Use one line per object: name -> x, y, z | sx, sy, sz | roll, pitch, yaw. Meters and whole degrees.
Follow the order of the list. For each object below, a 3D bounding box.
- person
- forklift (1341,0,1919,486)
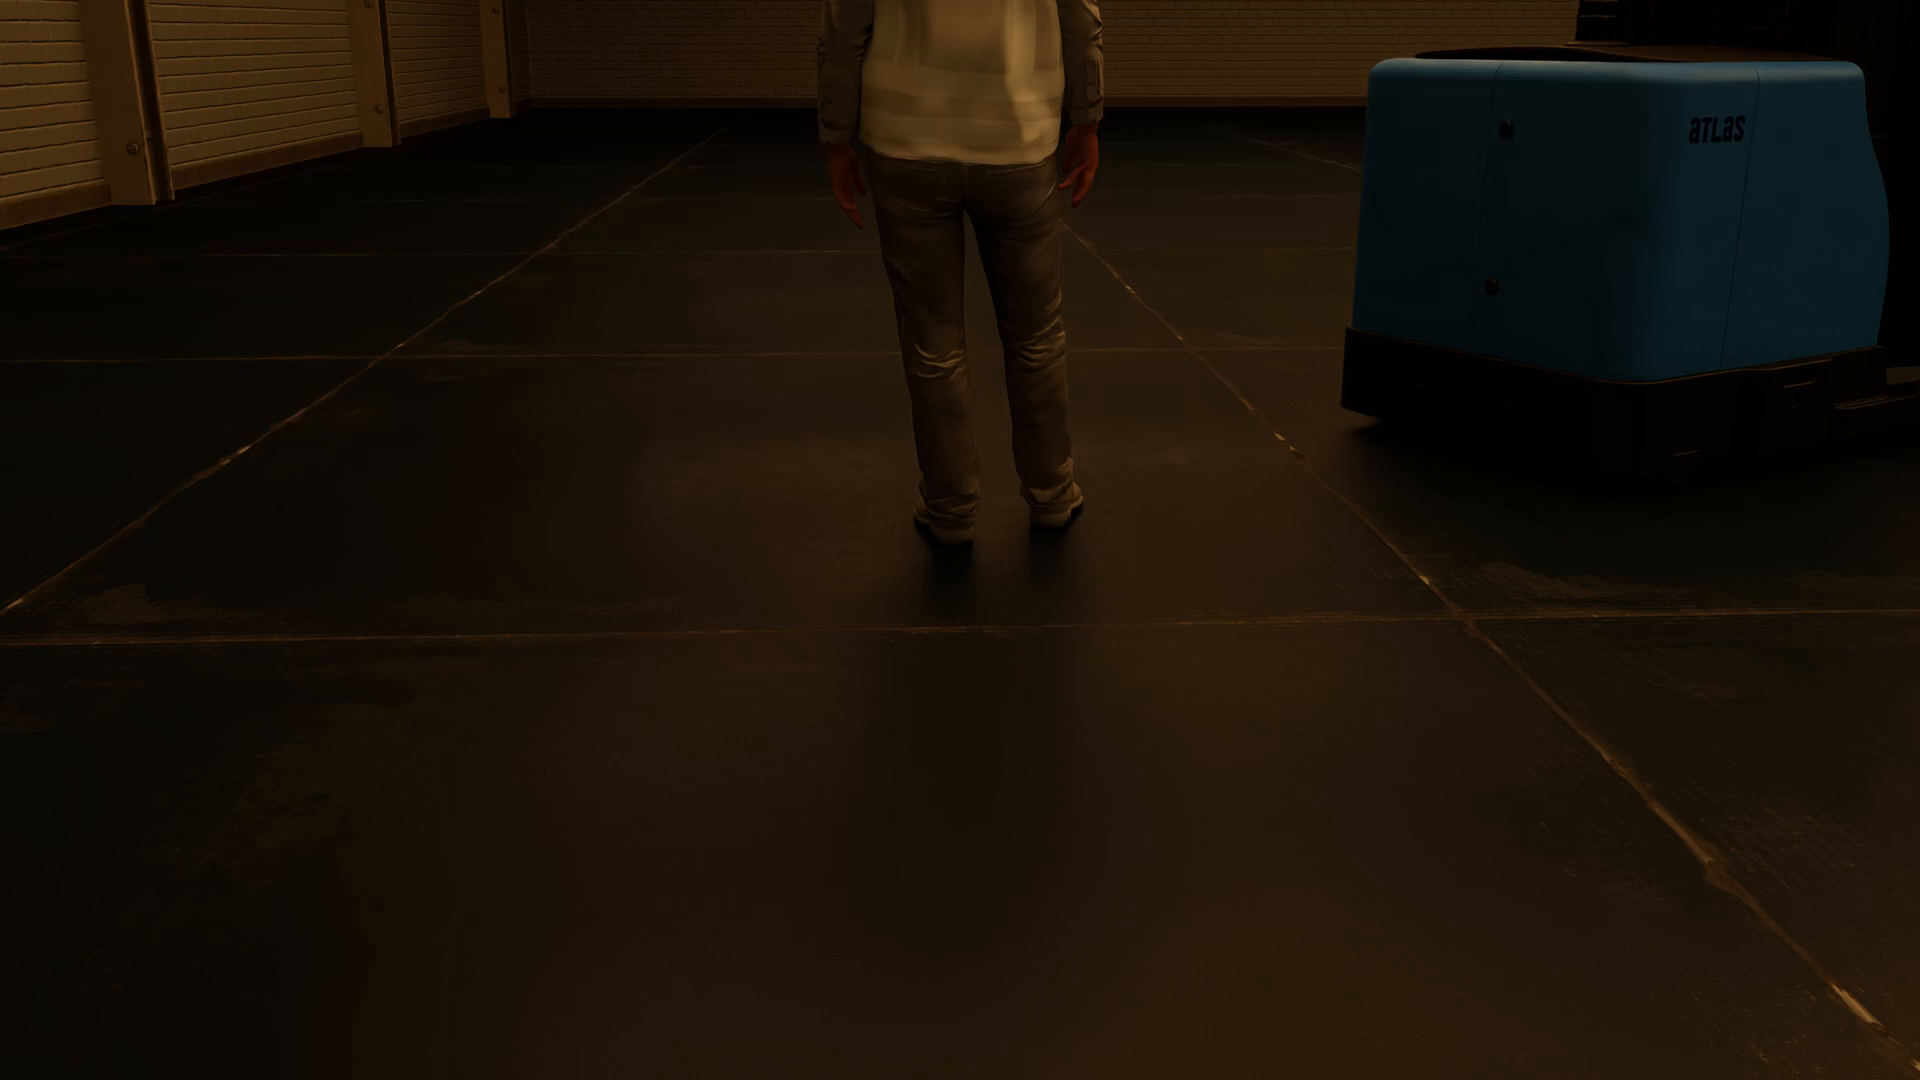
person -> 0.004, -0.873, 3.717 | 0.633, 1.775, 0.566 | -1, 17, -3
forklift -> 2.669, -1.840, 4.922 | 3.031, 2.935, 1.130 | -10, 20, -30
